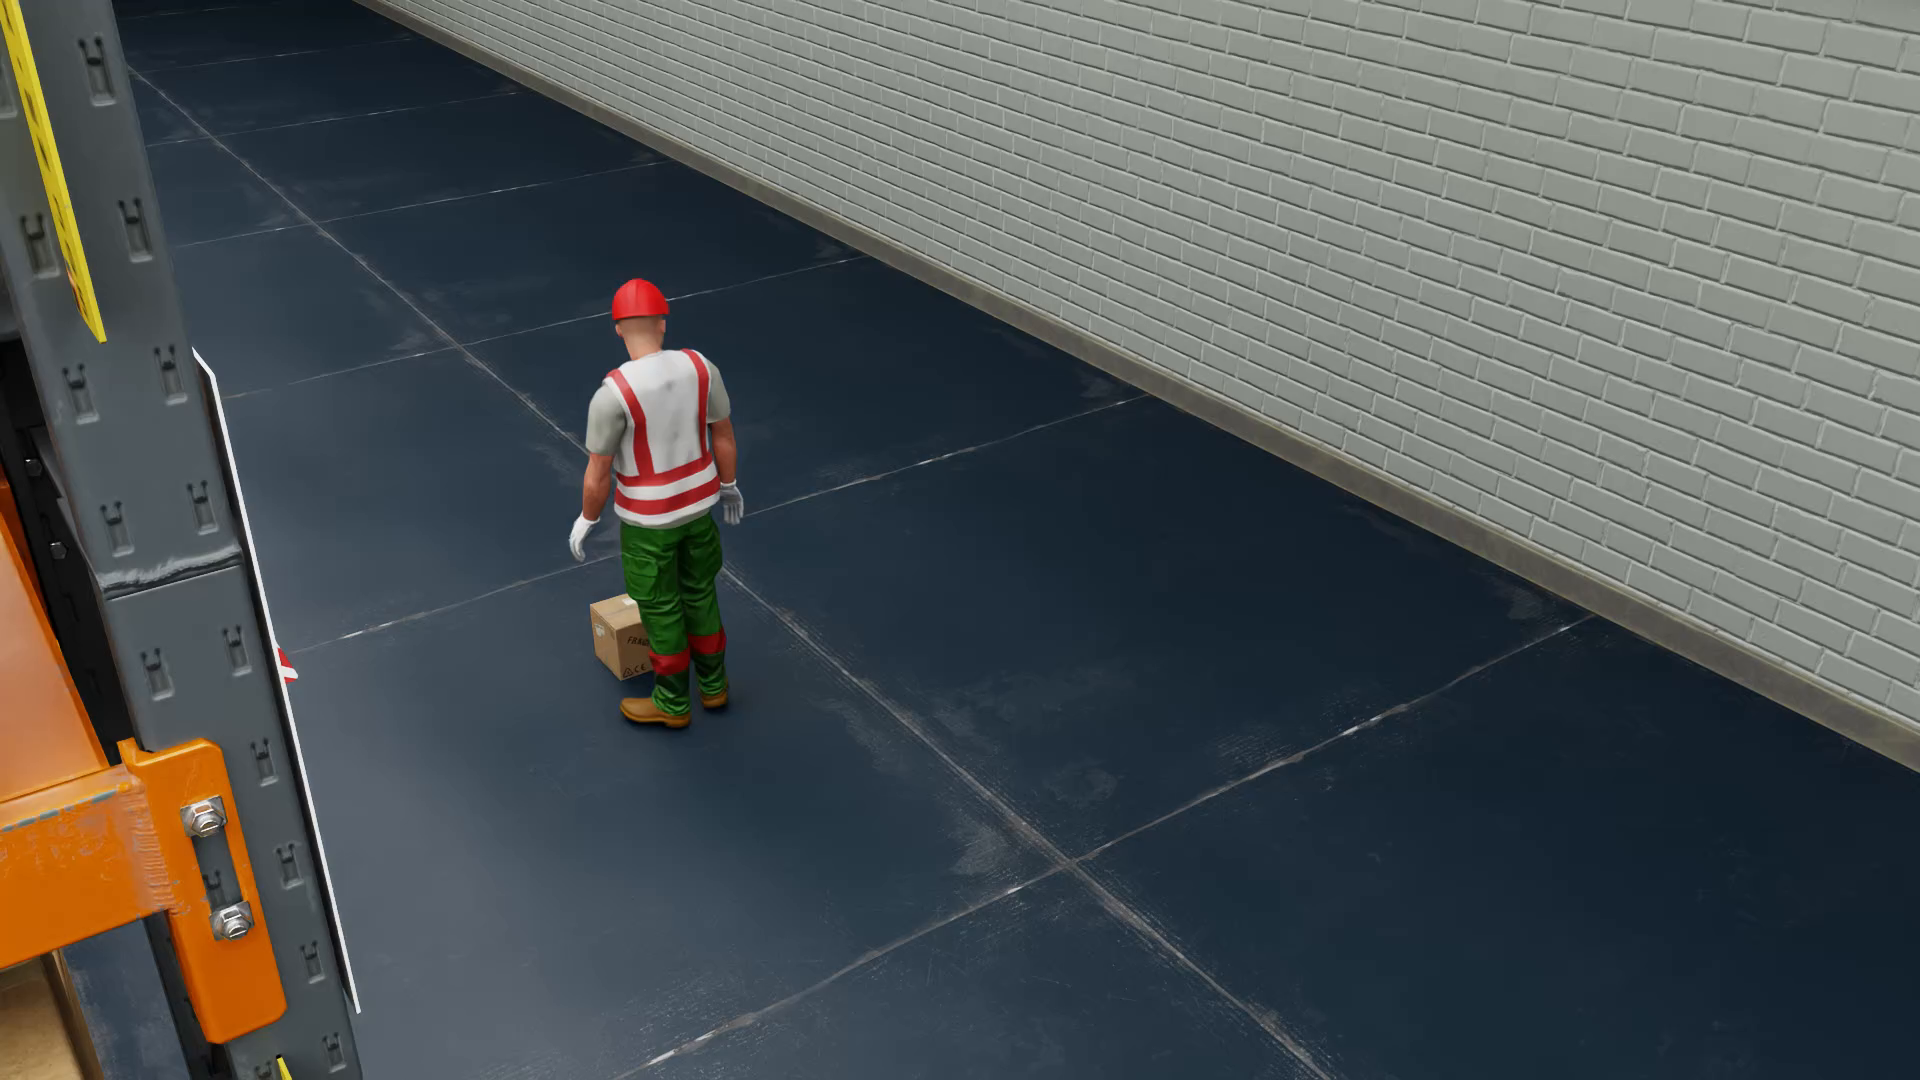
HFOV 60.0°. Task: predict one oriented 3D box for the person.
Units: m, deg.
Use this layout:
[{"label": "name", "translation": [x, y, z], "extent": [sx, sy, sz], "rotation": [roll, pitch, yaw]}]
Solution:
[{"label": "person", "translation": [-1.135, -0.097, 6.267], "extent": [0.656, 1.800, 0.378], "rotation": [-24, 37, -37]}]
